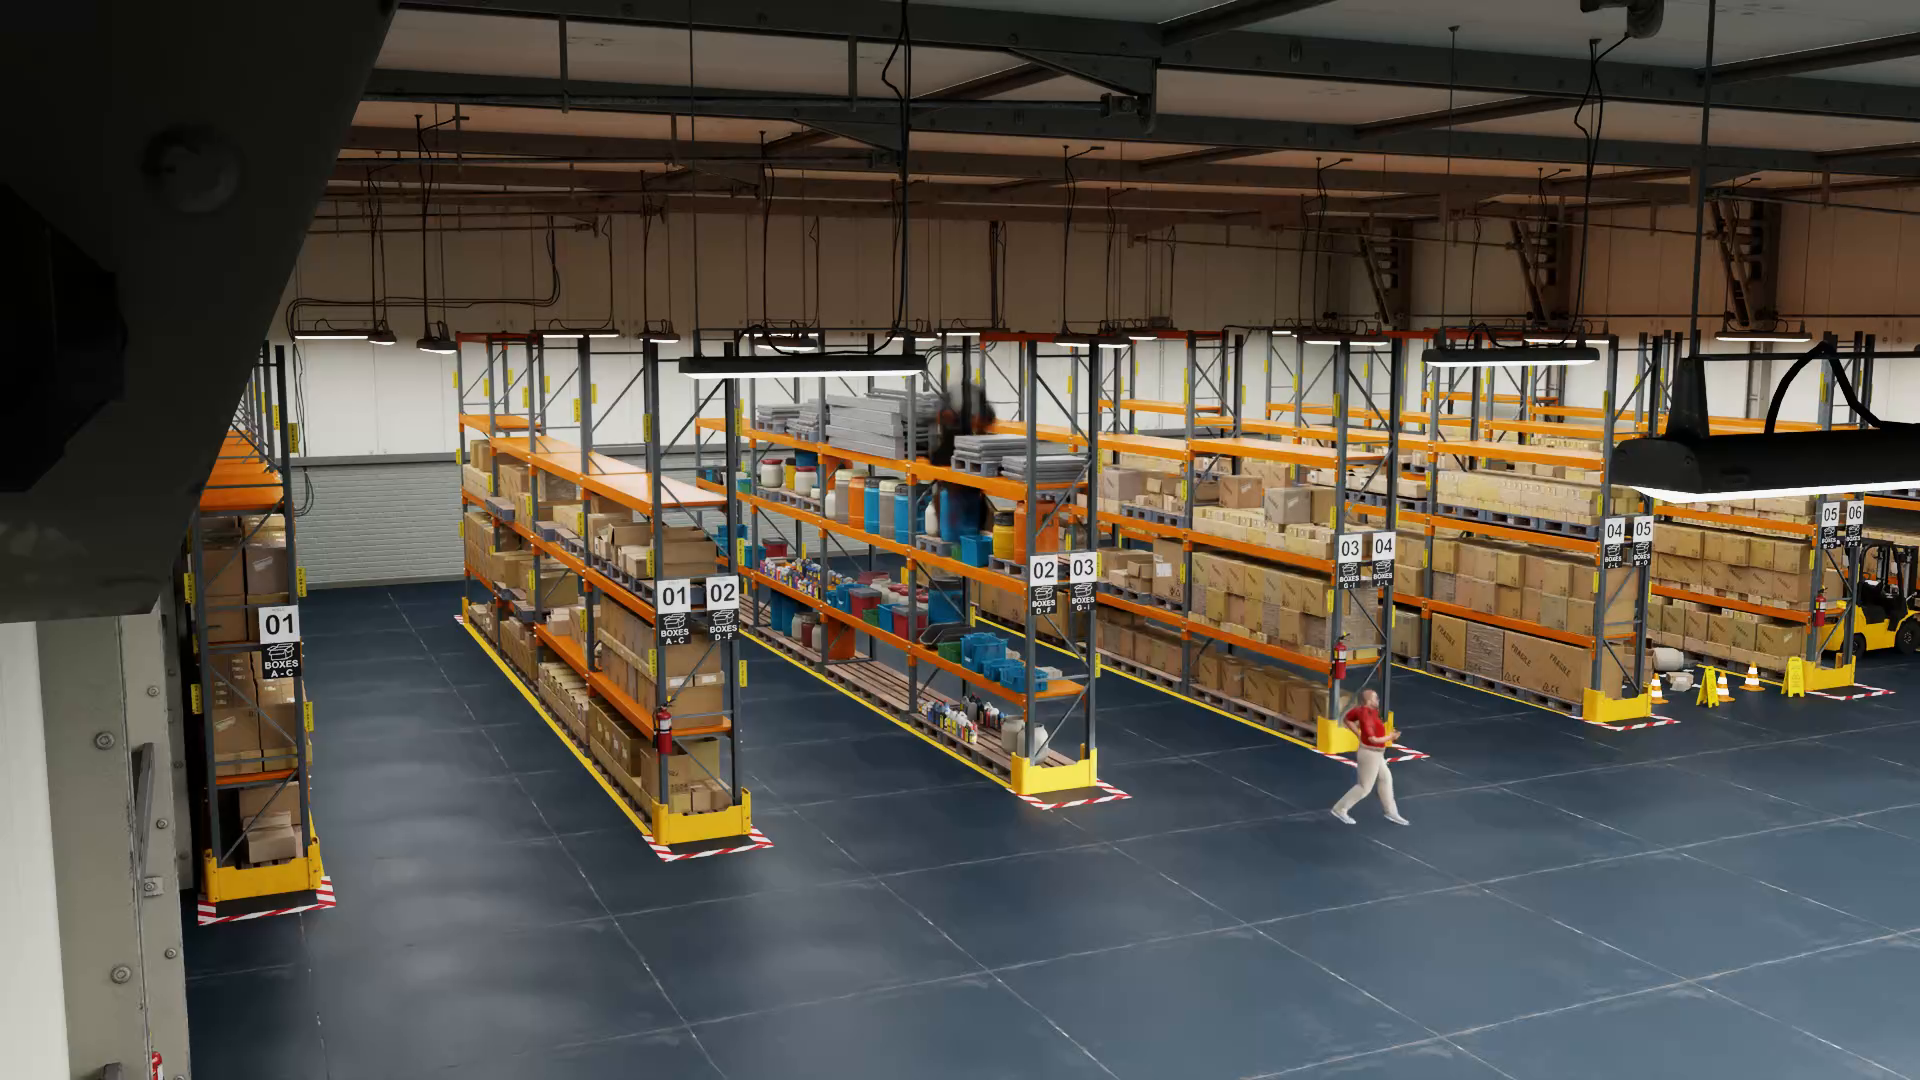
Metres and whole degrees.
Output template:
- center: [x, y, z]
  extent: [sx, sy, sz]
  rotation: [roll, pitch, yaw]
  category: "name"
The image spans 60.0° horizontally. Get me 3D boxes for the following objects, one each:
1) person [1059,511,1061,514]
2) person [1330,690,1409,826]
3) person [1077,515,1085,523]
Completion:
- center: [2.264, 0.046, 40.565]
  extent: [0.637, 1.629, 0.757]
  rotation: [4, 9, 26]
  category: "person"
- center: [5.109, 2.707, 20.637]
  extent: [0.977, 1.740, 0.669]
  rotation: [1, 8, 9]
  category: "person"
- center: [2.752, 0.238, 38.580]
  extent: [0.697, 1.749, 0.995]
  rotation: [-3, 8, -21]
  category: "person"
